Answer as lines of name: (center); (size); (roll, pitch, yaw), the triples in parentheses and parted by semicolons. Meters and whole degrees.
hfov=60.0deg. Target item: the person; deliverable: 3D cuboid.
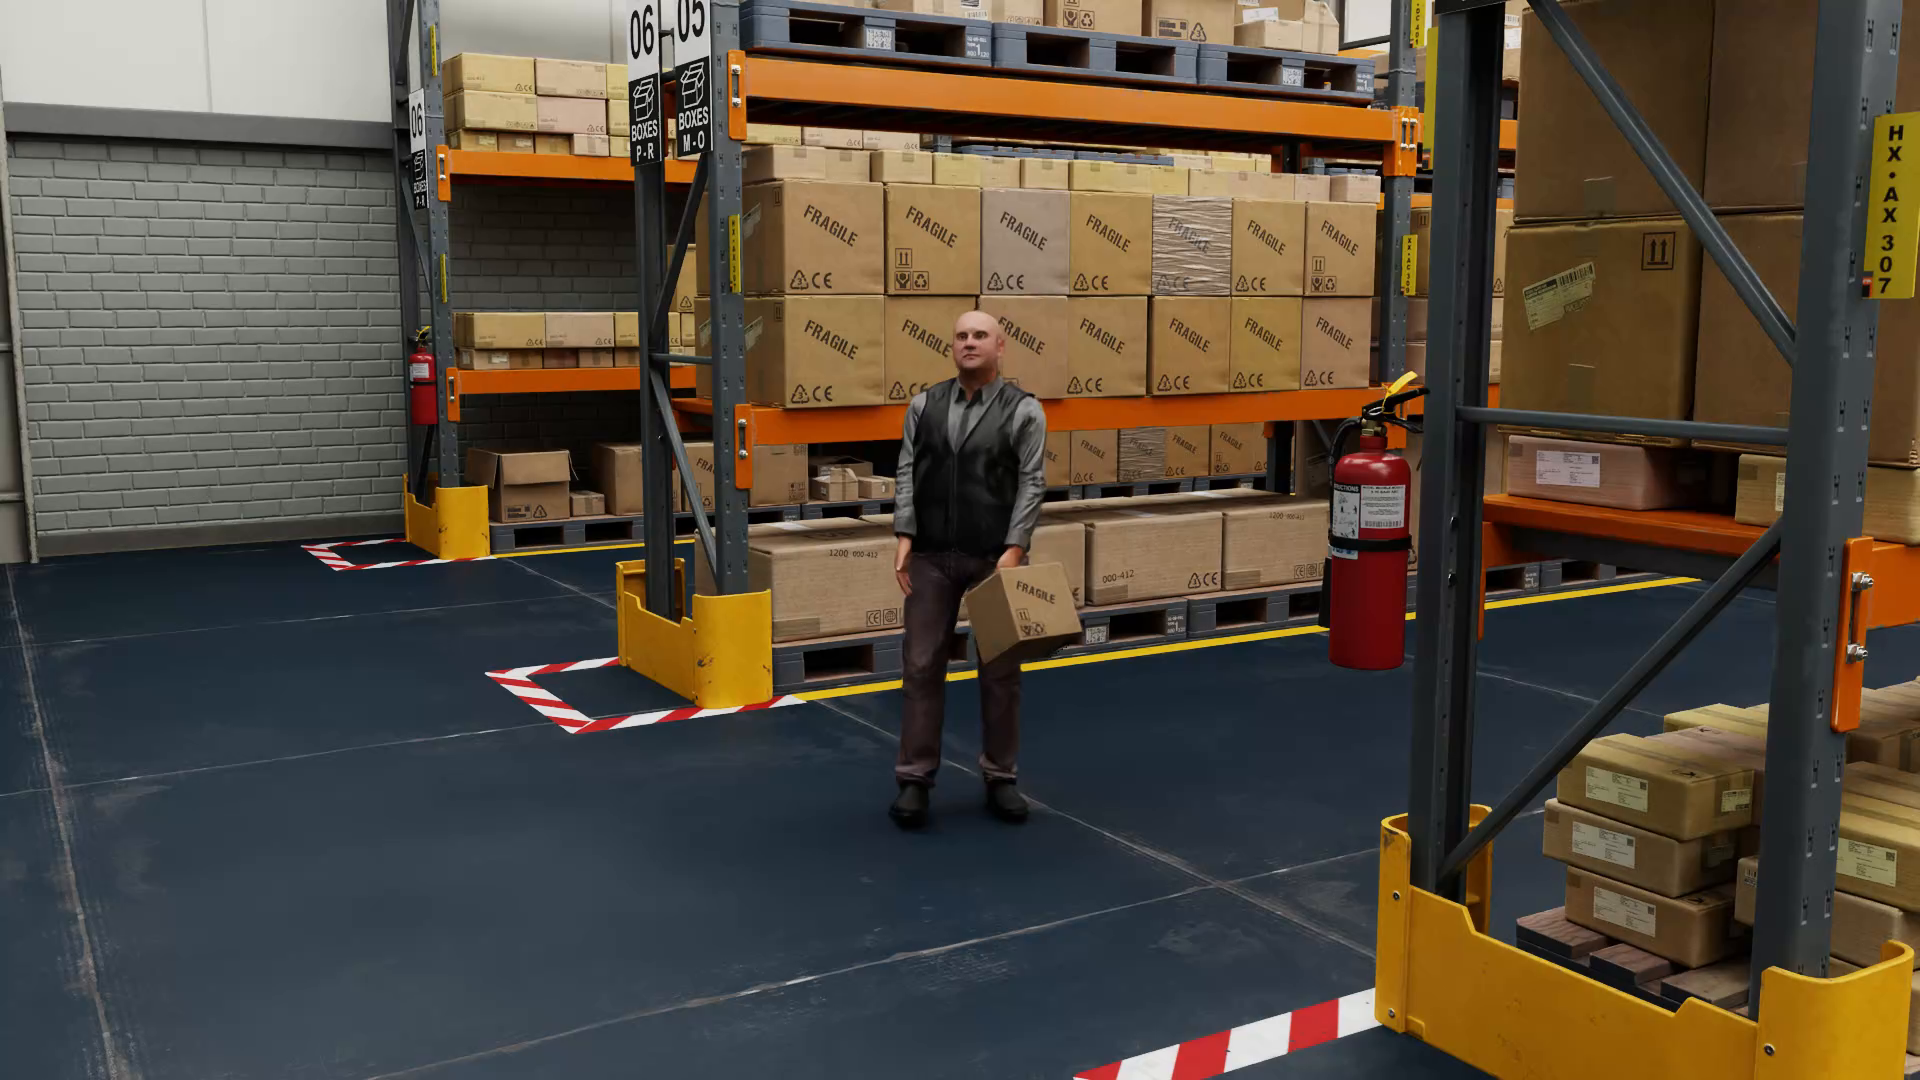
person: (0.004, 0.084, 5.671); (0.546, 1.728, 0.517); (5, 9, 29)
